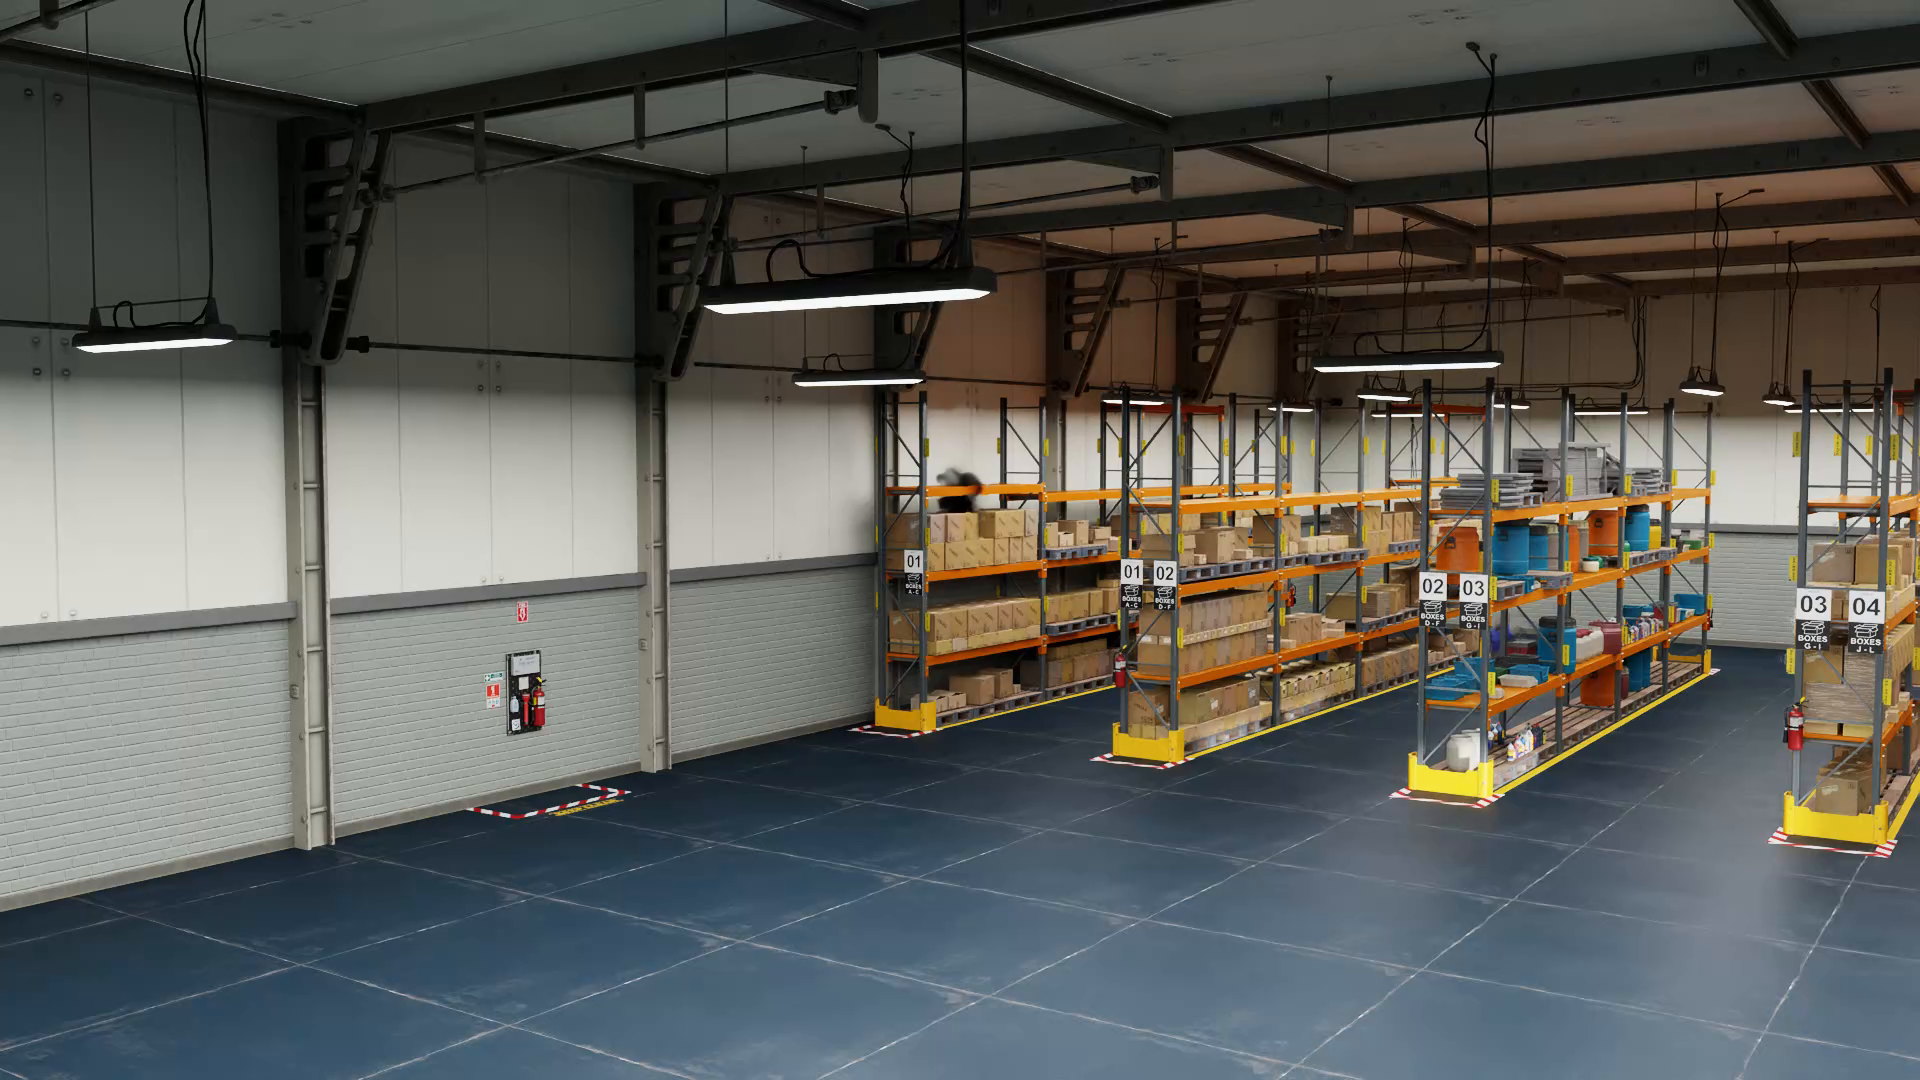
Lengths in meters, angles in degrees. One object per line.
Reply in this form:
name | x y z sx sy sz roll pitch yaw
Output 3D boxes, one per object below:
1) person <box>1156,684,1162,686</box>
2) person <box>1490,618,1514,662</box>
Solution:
person | 3.805 2.196 31.660 0.608 1.691 0.911 2 4 31
person | 10.816 2.359 33.322 0.599 1.628 0.693 2 4 32
